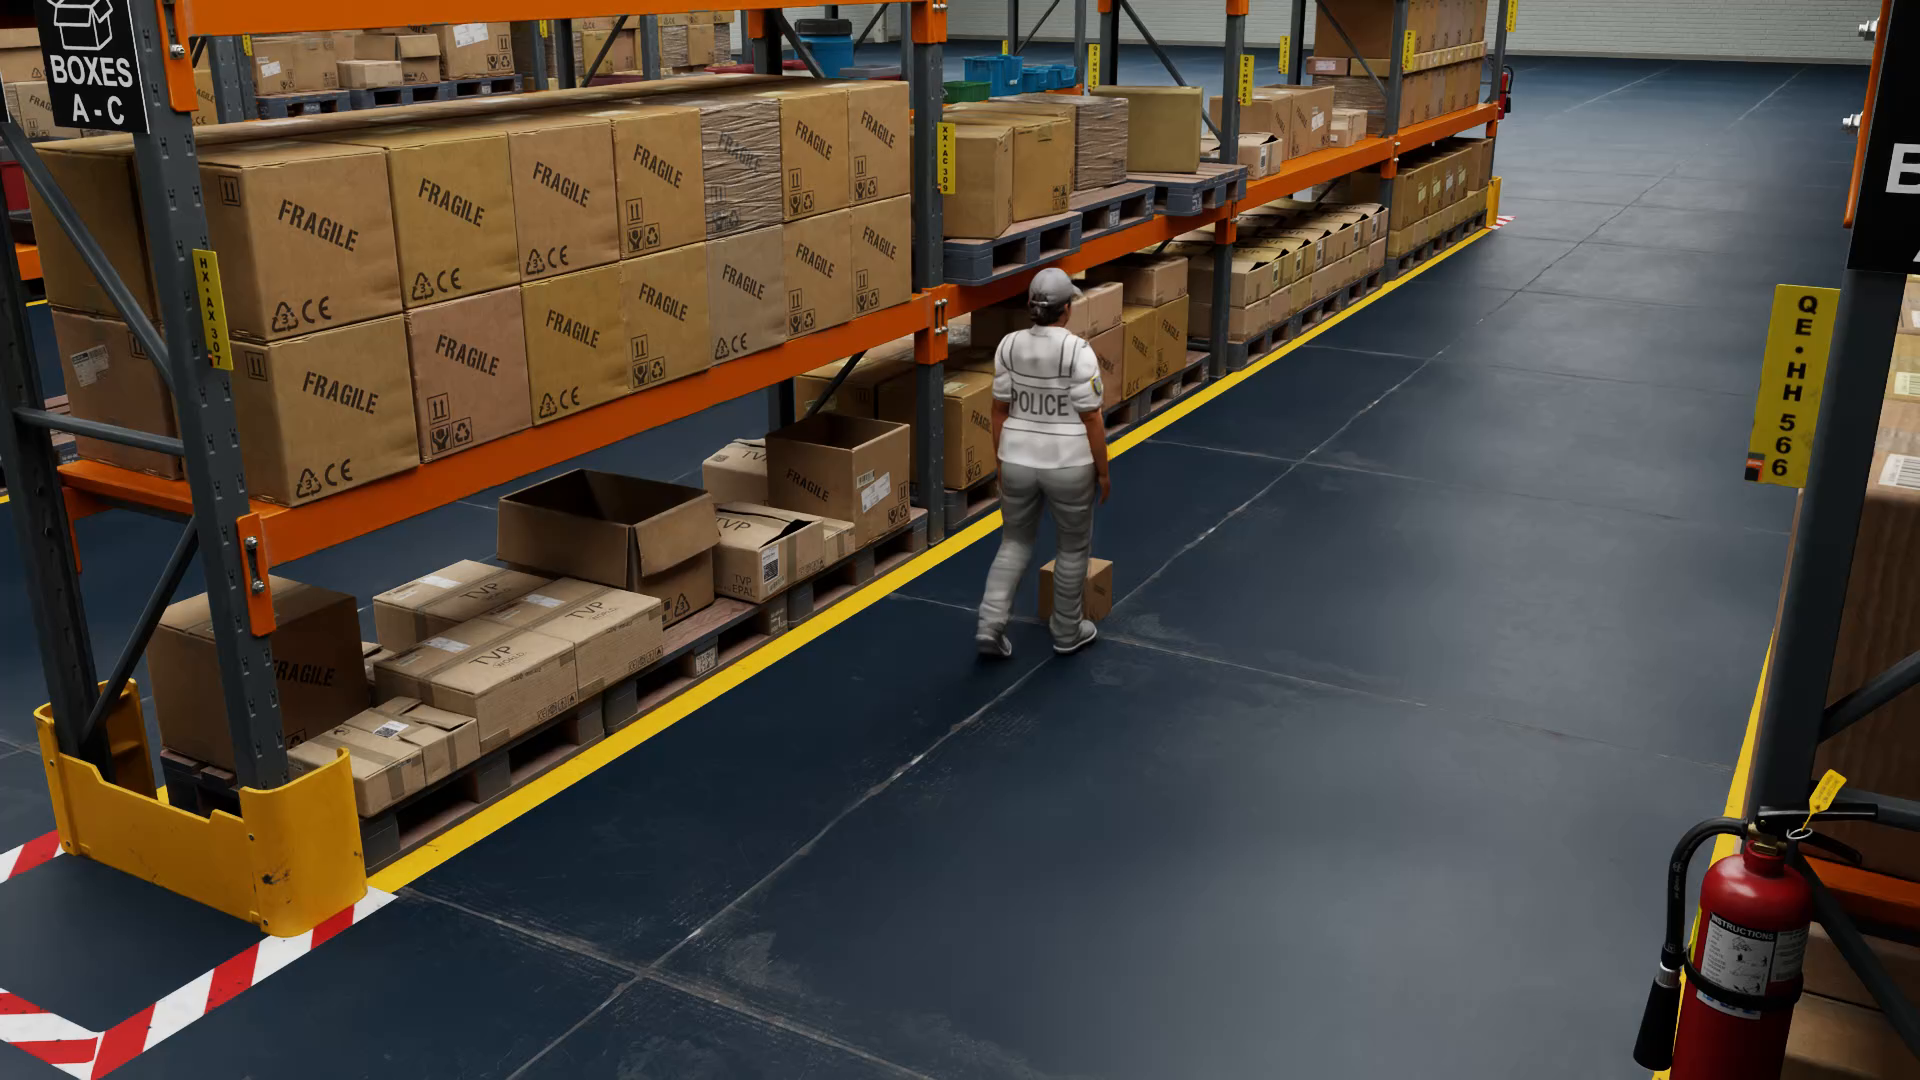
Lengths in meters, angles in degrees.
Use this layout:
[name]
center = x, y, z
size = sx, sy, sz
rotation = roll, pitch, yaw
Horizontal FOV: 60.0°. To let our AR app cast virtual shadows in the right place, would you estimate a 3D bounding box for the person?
[person]
center = 0.377, -0.293, 6.895
size = 0.505, 1.674, 0.578
rotation = 11, 22, 27
